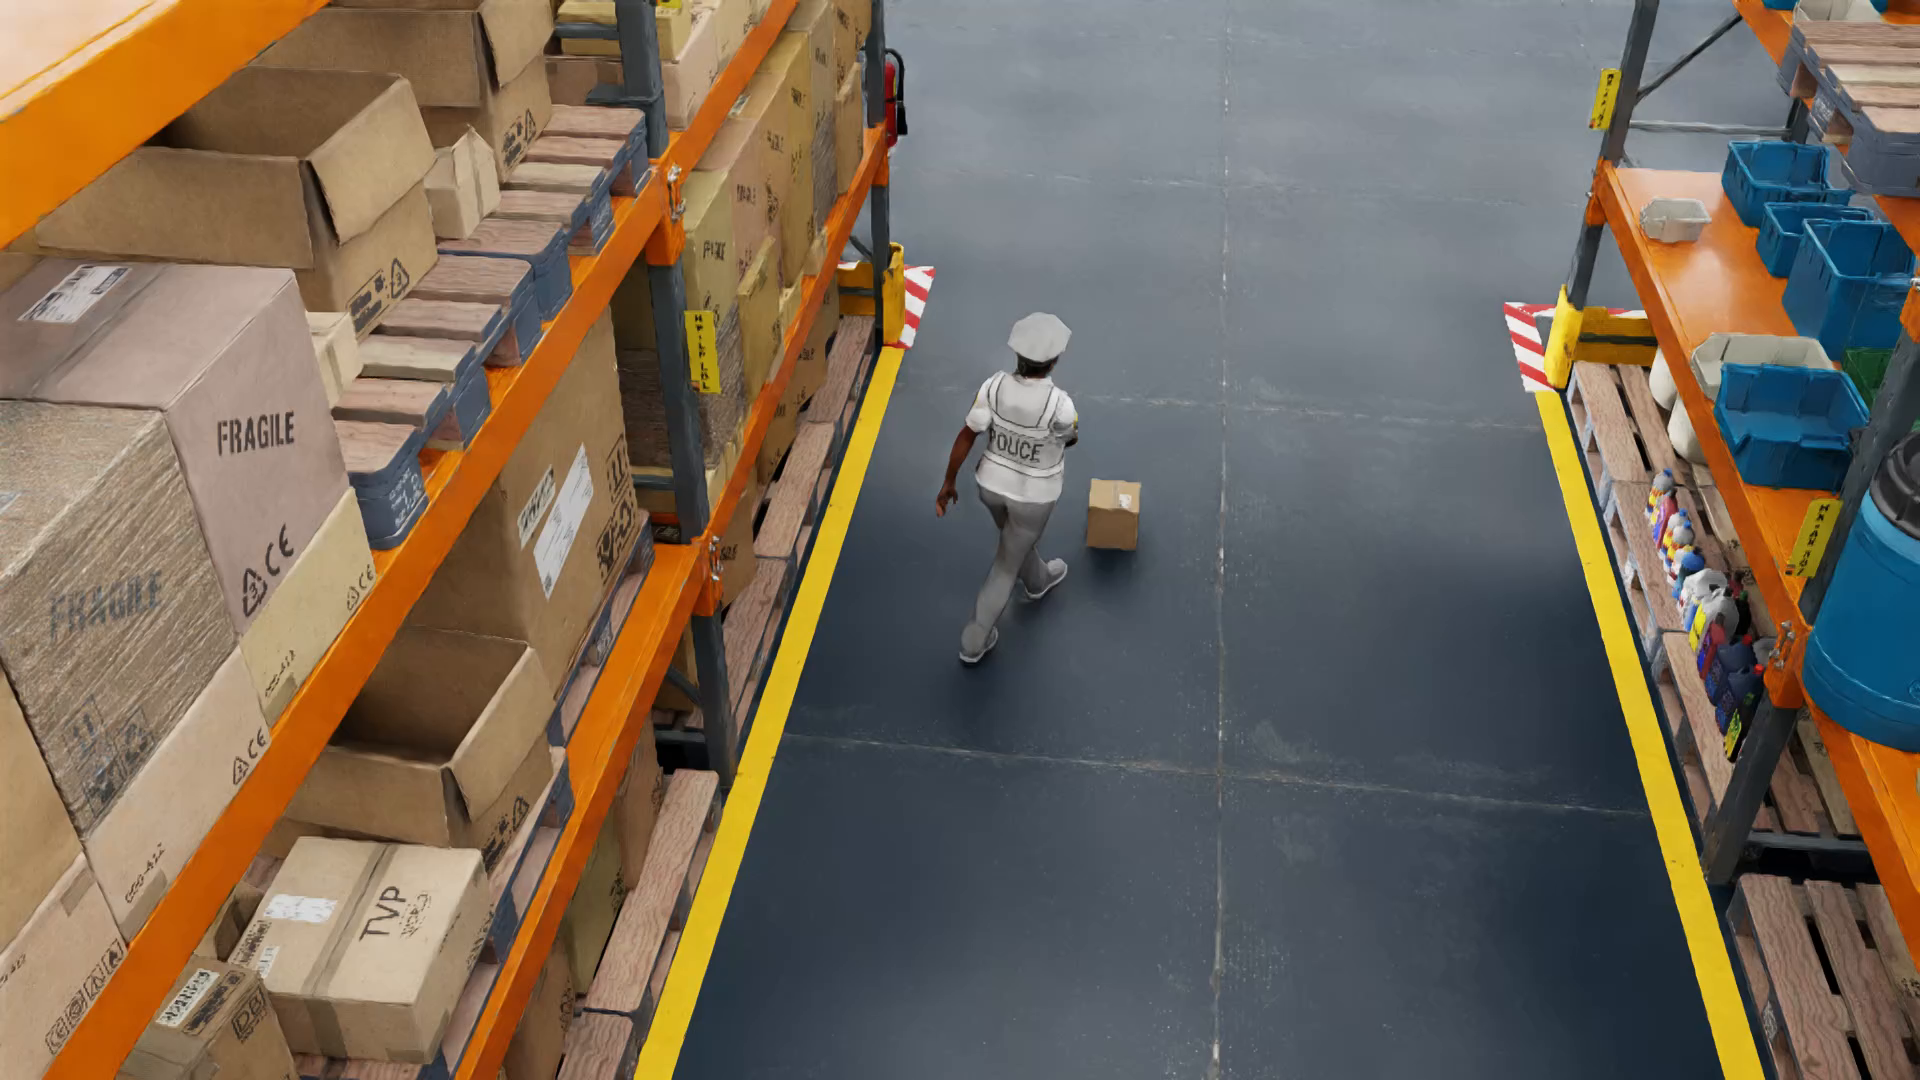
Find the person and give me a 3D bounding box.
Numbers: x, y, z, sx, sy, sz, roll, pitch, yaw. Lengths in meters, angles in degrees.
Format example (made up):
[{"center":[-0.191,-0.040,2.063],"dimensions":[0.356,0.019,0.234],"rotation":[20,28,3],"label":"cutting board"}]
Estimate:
[{"center":[0.290,-0.281,7.397],"dimensions":[0.507,1.632,0.866],"rotation":[25,43,30],"label":"person"}]
